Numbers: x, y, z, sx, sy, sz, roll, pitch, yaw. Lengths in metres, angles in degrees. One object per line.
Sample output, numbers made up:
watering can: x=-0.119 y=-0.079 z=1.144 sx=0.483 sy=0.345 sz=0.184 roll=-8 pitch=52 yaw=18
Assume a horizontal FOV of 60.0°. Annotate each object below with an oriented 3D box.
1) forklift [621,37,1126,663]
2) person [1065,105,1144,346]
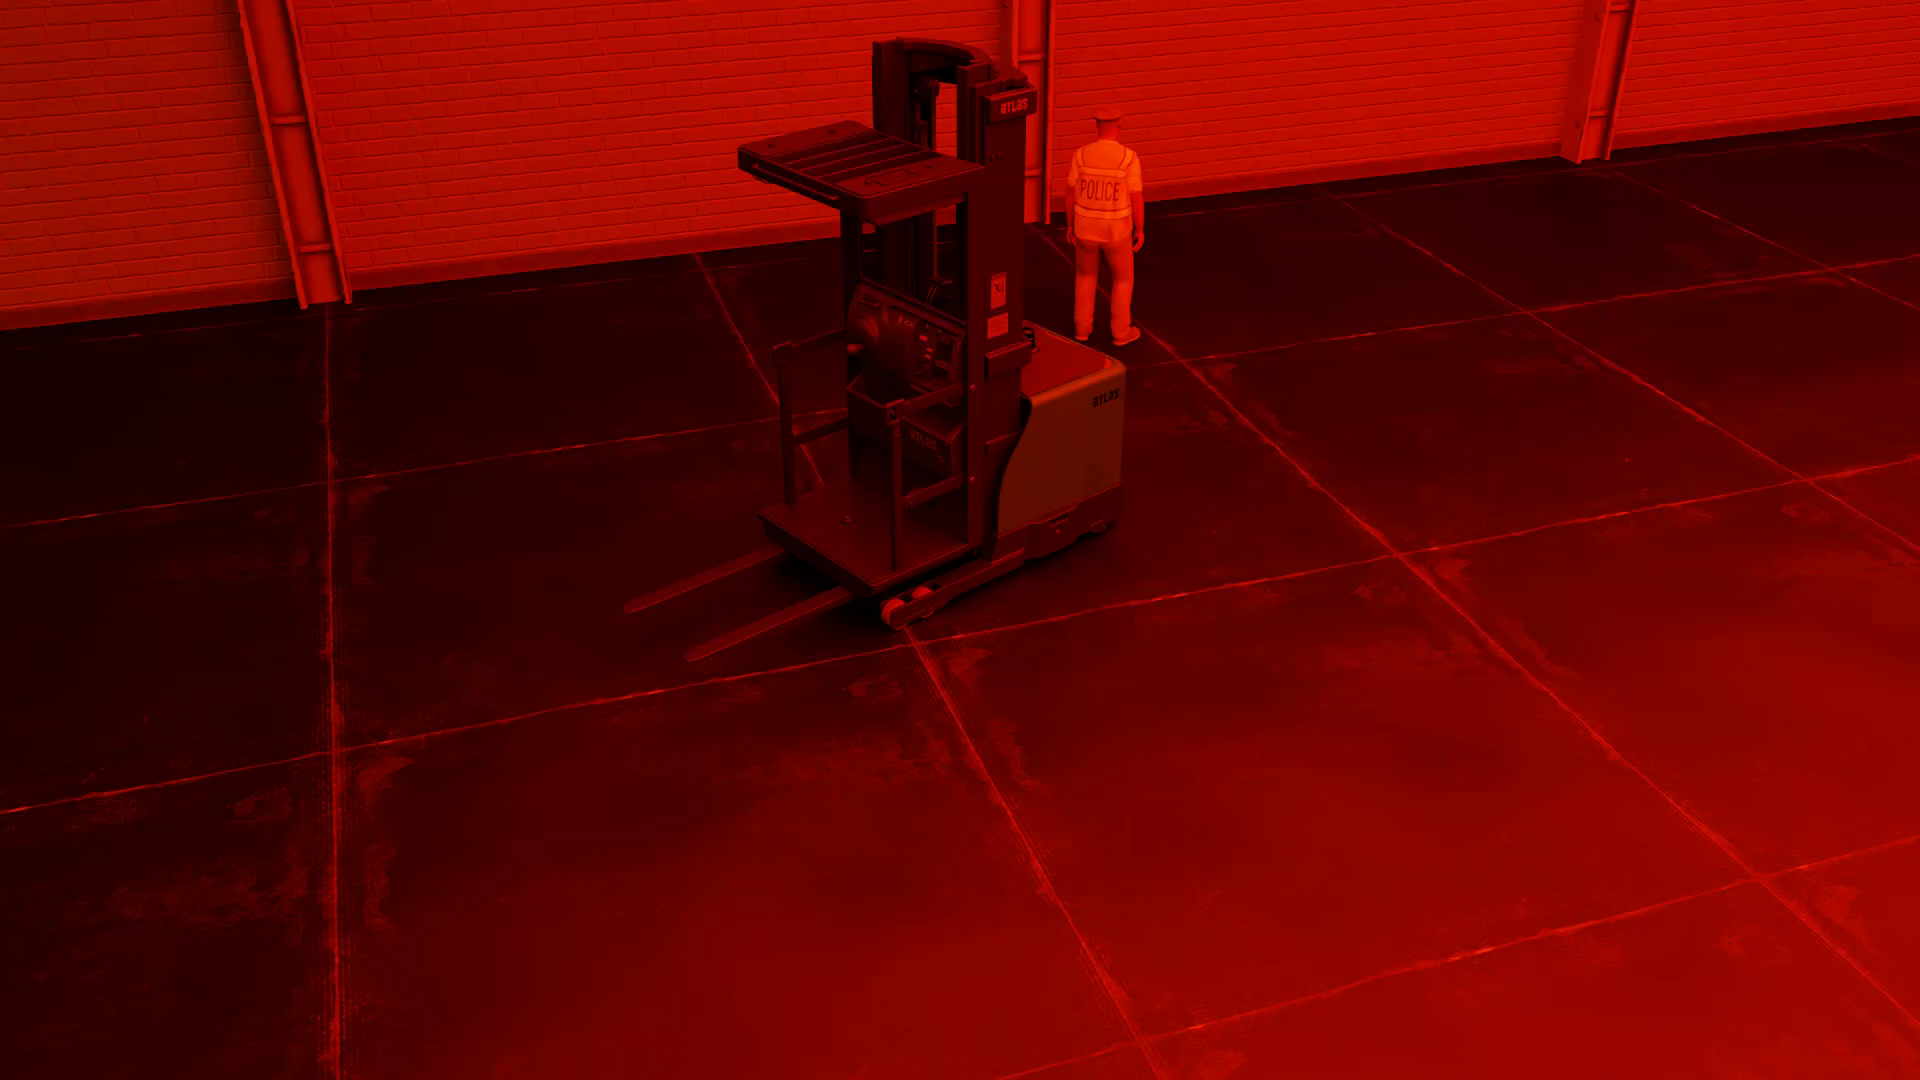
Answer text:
forklift: x=-0.461 y=-1.072 z=8.951 sx=3.031 sy=2.935 sz=1.130 roll=-23 pitch=37 yaw=-34
person: x=1.061 y=-2.287 z=12.249 sx=0.585 sy=1.747 sz=0.440 roll=10 pitch=31 yaw=16
